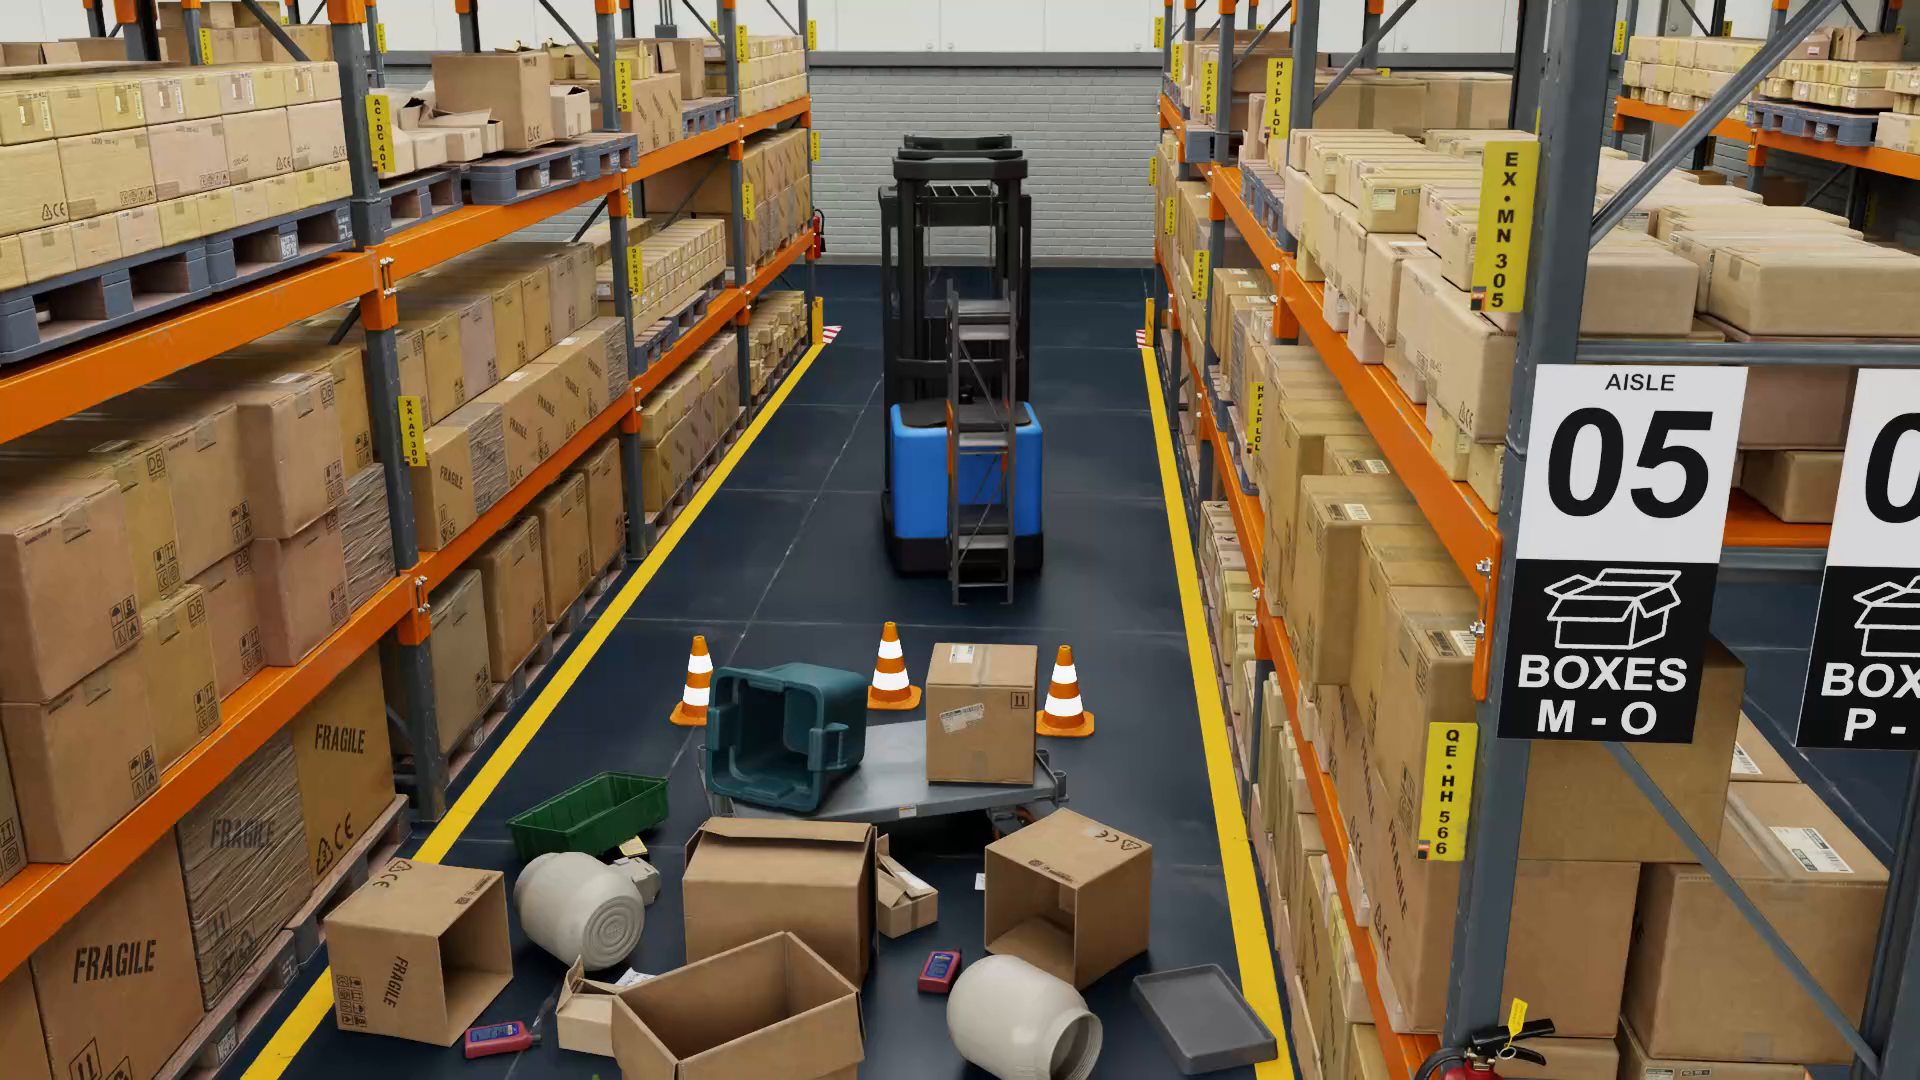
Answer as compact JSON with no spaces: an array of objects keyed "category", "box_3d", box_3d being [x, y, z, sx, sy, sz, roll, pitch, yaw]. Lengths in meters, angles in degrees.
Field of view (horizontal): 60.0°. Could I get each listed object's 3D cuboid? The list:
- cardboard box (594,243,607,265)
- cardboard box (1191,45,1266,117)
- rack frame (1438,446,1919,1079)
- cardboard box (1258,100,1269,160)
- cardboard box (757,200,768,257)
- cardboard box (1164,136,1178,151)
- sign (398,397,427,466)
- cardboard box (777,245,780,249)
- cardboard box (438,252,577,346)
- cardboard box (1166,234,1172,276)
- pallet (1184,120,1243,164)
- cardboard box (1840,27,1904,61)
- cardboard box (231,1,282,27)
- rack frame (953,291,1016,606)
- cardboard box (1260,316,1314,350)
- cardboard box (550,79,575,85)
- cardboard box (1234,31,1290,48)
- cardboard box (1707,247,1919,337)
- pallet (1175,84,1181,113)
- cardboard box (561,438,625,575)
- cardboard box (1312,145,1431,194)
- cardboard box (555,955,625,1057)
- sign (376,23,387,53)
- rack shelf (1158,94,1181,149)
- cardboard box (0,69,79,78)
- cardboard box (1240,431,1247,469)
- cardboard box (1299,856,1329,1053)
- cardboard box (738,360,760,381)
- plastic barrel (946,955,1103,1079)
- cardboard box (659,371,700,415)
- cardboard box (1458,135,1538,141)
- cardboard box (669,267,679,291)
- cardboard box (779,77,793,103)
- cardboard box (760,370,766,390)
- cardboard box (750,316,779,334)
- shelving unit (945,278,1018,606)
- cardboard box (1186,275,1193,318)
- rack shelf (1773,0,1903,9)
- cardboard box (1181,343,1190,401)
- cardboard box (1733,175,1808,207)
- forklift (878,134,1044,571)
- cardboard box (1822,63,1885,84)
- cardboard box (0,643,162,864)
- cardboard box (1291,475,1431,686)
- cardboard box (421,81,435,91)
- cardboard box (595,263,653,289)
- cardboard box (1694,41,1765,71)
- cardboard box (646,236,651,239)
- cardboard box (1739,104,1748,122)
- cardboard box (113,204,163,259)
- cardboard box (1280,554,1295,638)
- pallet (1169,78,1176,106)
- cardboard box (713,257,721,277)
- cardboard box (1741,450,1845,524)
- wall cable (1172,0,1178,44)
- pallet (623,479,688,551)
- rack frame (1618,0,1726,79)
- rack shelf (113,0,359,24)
[{"category":"cardboard box","box_3d":[-3.079,-2.309,13.425,0.380,0.149,0.250,2,18,6]},{"category":"cardboard box","box_3d":[2.011,-3.448,12.477,0.500,0.500,0.500,1,18,4]},{"category":"rack frame","box_3d":[1.600,1.263,3.752,1.000,3.000,0.127,1,18,4]},{"category":"cardboard box","box_3d":[2.093,-2.222,9.403,0.797,0.503,0.637,1,18,4]},{"category":"cardboard box","box_3d":[-2.169,-3.034,16.227,0.500,0.500,0.500,1,18,4]},{"category":"cardboard box","box_3d":[2.364,-4.190,17.585,0.380,0.149,0.250,1,18,2]},{"category":"sign","box_3d":[-2.504,-0.496,7.601,0.100,0.325,0.005,1,18,4]},{"category":"cardboard box","box_3d":[-2.119,-3.160,17.654,0.380,0.149,0.250,1,18,2]},{"category":"cardboard box","box_3d":[-2.848,-1.527,10.500,0.700,0.500,0.500,1,18,3]},{"category":"cardboard box","box_3d":[2.270,-2.821,16.055,0.500,0.500,0.500,1,18,3]},{"category":"pallet","box_3d":[2.167,-2.759,11.511,1.213,0.211,1.003,2,18,6]},{"category":"cardboard box","box_3d":[7.472,-4.066,13.624,0.396,0.266,0.258,1,18,4]},{"category":"cardboard box","box_3d":[-7.292,-5.377,16.998,0.500,0.250,0.500,1,18,2]},{"category":"rack frame","box_3d":[0.154,-0.564,10.771,0.400,2.100,0.015,-1,18,-4]},{"category":"cardboard box","box_3d":[1.731,-1.039,8.422,0.380,0.149,0.250,1,18,2]},{"category":"cardboard box","box_3d":[-2.983,-2.957,11.652,0.500,0.500,0.500,1,18,4]},{"category":"cardboard box","box_3d":[2.712,-4.362,15.105,0.500,0.500,0.500,2,18,5]},{"category":"cardboard box","box_3d":[1.829,-0.528,3.522,0.380,0.149,0.250,1,18,4]},{"category":"pallet","box_3d":[2.530,-4.101,15.447,1.003,0.211,1.213,1,18,4]},{"category":"cardboard box","box_3d":[-2.904,-0.244,11.290,1.050,0.750,0.750,1,18,3]},{"category":"cardboard box","box_3d":[1.476,-1.330,5.969,0.380,0.149,0.250,1,18,4]},{"category":"cardboard box","box_3d":[-1.344,1.816,6.455,0.396,0.266,0.258,4,19,13]},{"category":"sign","box_3d":[-6.597,-5.720,18.949,0.100,0.325,0.005,1,18,4]},{"category":"rack shelf","box_3d":[2.604,-4.169,16.666,1.077,0.370,4.000,1,18,4]},{"category":"cardboard box","box_3d":[-3.476,-1.648,6.107,0.380,0.149,0.250,1,18,3]},{"category":"cardboard box","box_3d":[1.682,-0.467,8.760,0.380,0.149,0.250,1,18,4]},{"category":"cardboard box","box_3d":[1.475,1.440,5.747,0.500,0.500,0.500,1,18,3]},{"category":"cardboard box","box_3d":[-2.139,-1.635,16.021,0.380,0.149,0.250,2,18,6]},{"category":"plastic barrel","box_3d":[0.238,1.812,6.214,0.512,0.421,0.421,17,25,41]},{"category":"cardboard box","box_3d":[-2.395,-1.189,13.369,0.500,0.250,0.500,1,18,4]},{"category":"cardboard box","box_3d":[2.140,-1.479,6.424,0.380,0.149,0.250,1,18,3]},{"category":"cardboard box","box_3d":[-2.445,-2.068,13.168,0.380,0.149,0.250,1,18,3]},{"category":"cardboard box","box_3d":[-2.044,-4.680,17.312,0.500,0.250,0.500,2,18,6]},{"category":"cardboard box","box_3d":[-2.118,-1.577,16.321,0.380,0.149,0.250,2,18,6]},{"category":"cardboard box","box_3d":[-2.115,-2.258,17.445,0.380,0.149,0.250,1,18,4]},{"category":"shelving unit","box_3d":[0.136,-0.640,11.003,0.431,2.100,0.503,-1,18,-4]},{"category":"cardboard box","box_3d":[2.004,-1.863,12.729,0.500,0.250,0.500,1,18,2]},{"category":"rack shelf","box_3d":[7.268,-4.052,12.136,1.077,0.370,4.000,1,18,4]},{"category":"cardboard box","box_3d":[2.613,-1.639,16.047,0.875,0.438,0.875,1,18,3]},{"category":"cardboard box","box_3d":[7.784,-3.237,16.045,0.500,0.500,0.500,1,18,2]},{"category":"forklift","box_3d":[-0.046,-1.586,12.556,1.130,2.935,3.031,-1,18,-4]},{"category":"cardboard box","box_3d":[6.992,-3.642,12.995,0.380,0.149,0.250,2,18,5]},{"category":"cardboard box","box_3d":[-3.180,0.654,5.369,0.875,0.550,0.550,1,18,4]},{"category":"cardboard box","box_3d":[1.397,0.118,5.003,0.700,0.500,0.500,1,18,3]},{"category":"cardboard box","box_3d":[-3.042,-2.711,10.370,0.500,0.311,0.500,1,18,4]},{"category":"cardboard box","box_3d":[-2.506,-1.963,12.369,0.380,0.149,0.250,1,18,4]},{"category":"cardboard box","box_3d":[7.280,-4.565,15.679,0.500,0.250,0.500,2,18,5]},{"category":"cardboard box","box_3d":[-2.971,-2.653,14.952,0.380,0.149,0.250,2,18,5]},{"category":"cardboard box","box_3d":[7.143,-3.779,14.724,0.380,0.149,0.250,1,18,4]},{"category":"cardboard box","box_3d":[-2.873,-1.017,5.462,0.380,0.149,0.250,1,18,4]},{"category":"cardboard box","box_3d":[1.565,0.119,6.606,0.500,0.500,0.500,1,18,4]},{"category":"pallet","box_3d":[2.620,-4.479,16.600,1.003,0.211,1.213,1,18,4]},{"category":"cardboard box","box_3d":[-2.333,-2.415,14.705,0.380,0.149,0.250,1,18,4]},{"category":"cardboard box","box_3d":[1.948,-0.139,3.616,0.380,0.149,0.250,1,18,4]},{"category":"wall cable","box_3d":[2.874,-8.330,23.394,0.463,3.000,0.029,1,18,4]},{"category":"pallet","box_3d":[-2.713,-0.218,12.750,1.003,0.211,1.213,1,18,4]},{"category":"rack frame","box_3d":[7.698,-6.448,17.648,1.000,3.000,0.127,1,18,4]},{"category":"rack shelf","box_3d":[-3.201,-1.756,5.129,1.077,0.370,4.000,1,18,4]}]
